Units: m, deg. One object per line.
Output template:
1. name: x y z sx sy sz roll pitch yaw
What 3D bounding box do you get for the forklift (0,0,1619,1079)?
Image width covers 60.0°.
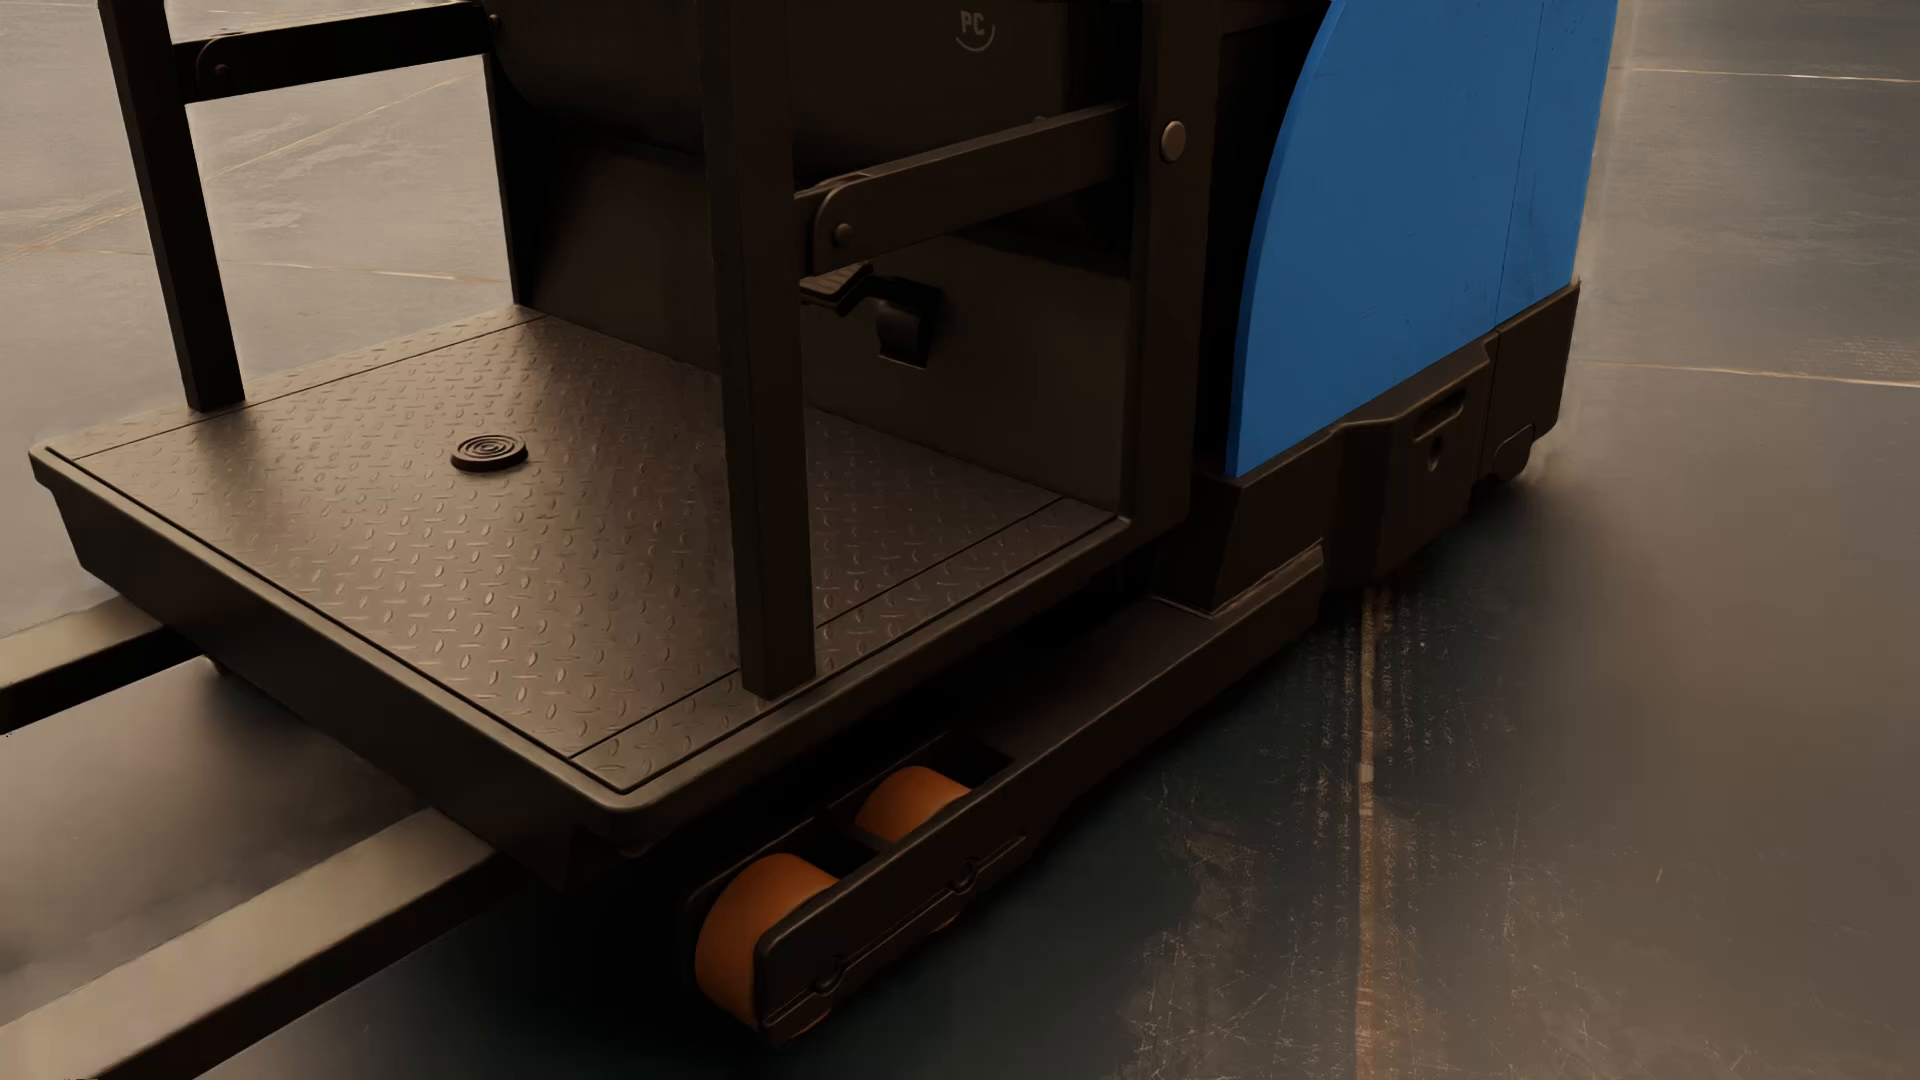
1. forklift: -0.360 -1.098 1.422 1.130 2.935 3.031 21 34 36
